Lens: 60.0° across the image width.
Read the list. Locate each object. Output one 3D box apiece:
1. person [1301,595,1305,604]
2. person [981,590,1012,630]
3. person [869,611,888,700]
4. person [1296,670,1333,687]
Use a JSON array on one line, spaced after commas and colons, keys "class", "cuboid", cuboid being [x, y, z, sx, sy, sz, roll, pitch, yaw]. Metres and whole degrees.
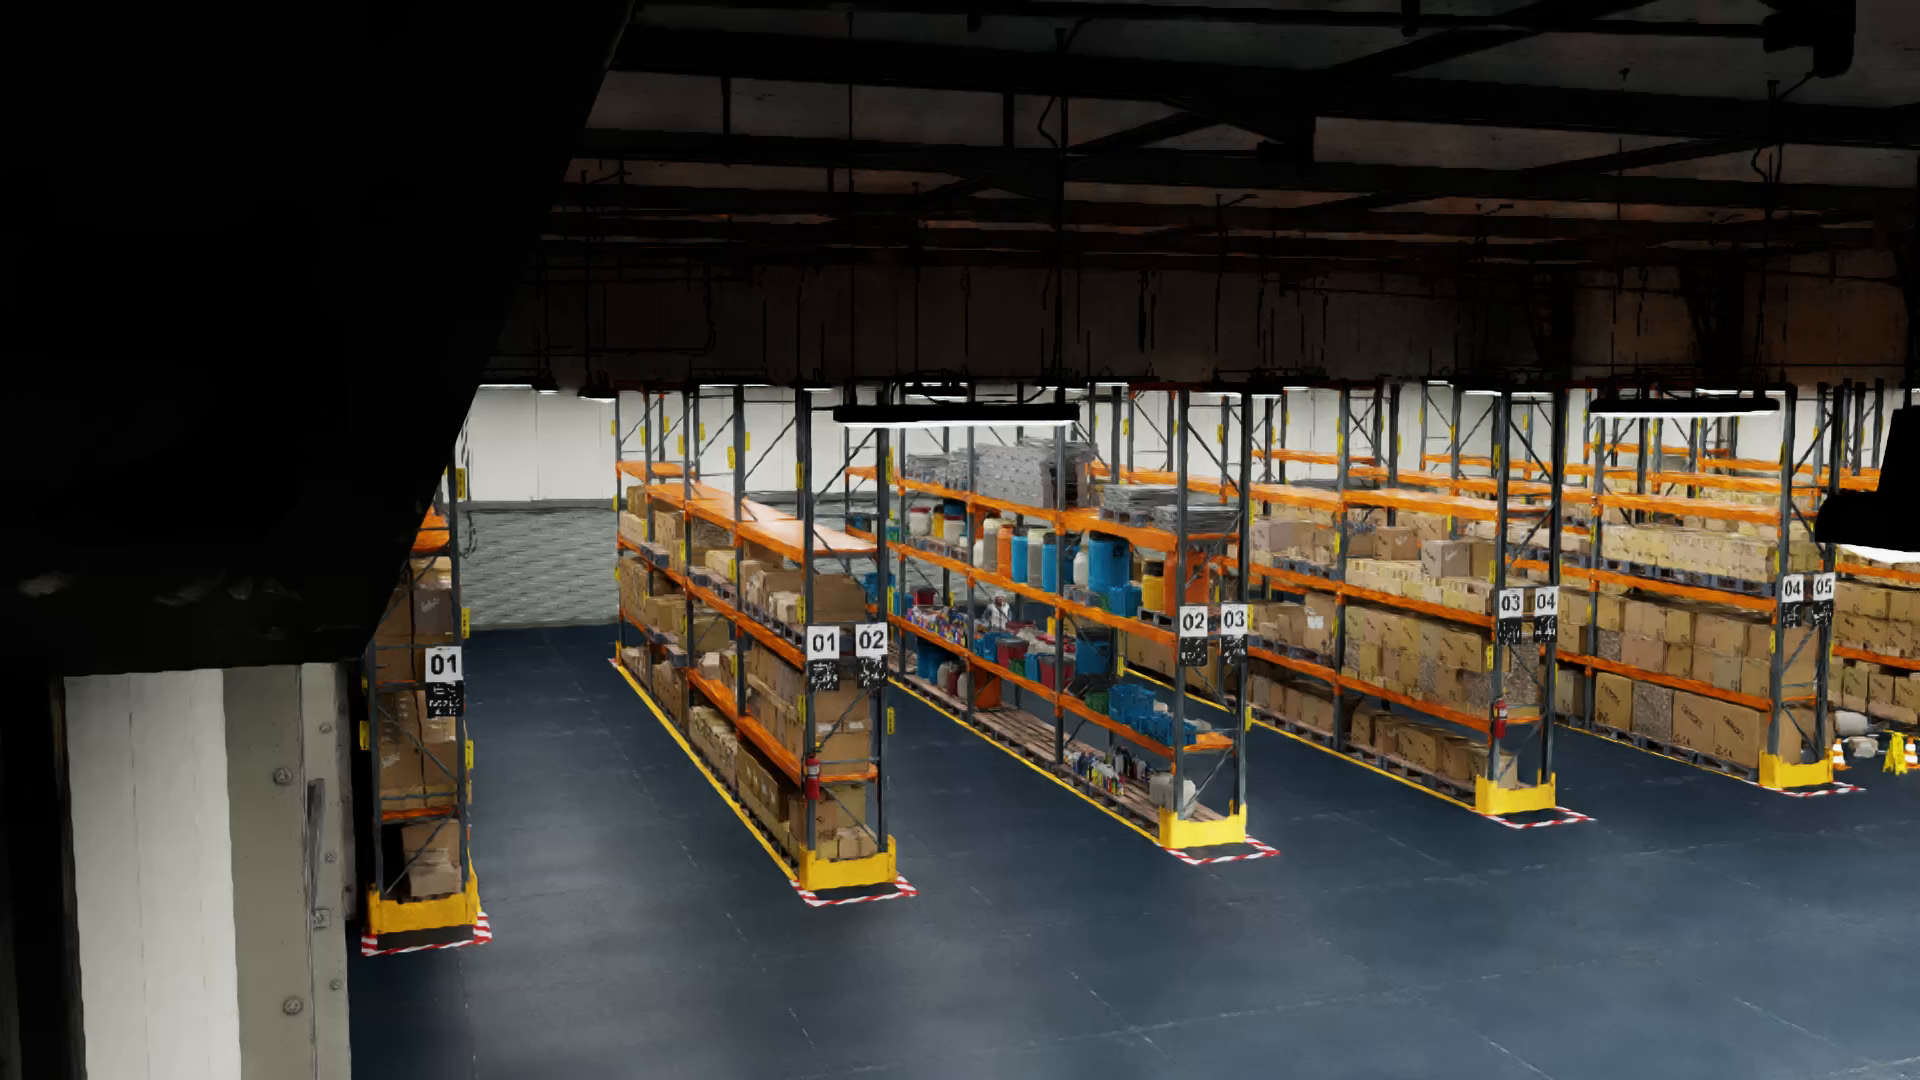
[{"class": "person", "cuboid": [9.150, 0.809, 43.861, 0.703, 1.760, 0.425, 5, 8, 38]}, {"class": "person", "cuboid": [0.762, 1.865, 34.229, 0.677, 1.725, 0.574, -2, 6, -21]}, {"class": "person", "cuboid": [-1.609, 2.181, 31.477, 0.545, 1.632, 0.574, 1, 6, 9]}, {"class": "person", "cuboid": [6.920, 2.089, 32.522, 0.622, 1.608, 0.822, -4, 7, -36]}]
